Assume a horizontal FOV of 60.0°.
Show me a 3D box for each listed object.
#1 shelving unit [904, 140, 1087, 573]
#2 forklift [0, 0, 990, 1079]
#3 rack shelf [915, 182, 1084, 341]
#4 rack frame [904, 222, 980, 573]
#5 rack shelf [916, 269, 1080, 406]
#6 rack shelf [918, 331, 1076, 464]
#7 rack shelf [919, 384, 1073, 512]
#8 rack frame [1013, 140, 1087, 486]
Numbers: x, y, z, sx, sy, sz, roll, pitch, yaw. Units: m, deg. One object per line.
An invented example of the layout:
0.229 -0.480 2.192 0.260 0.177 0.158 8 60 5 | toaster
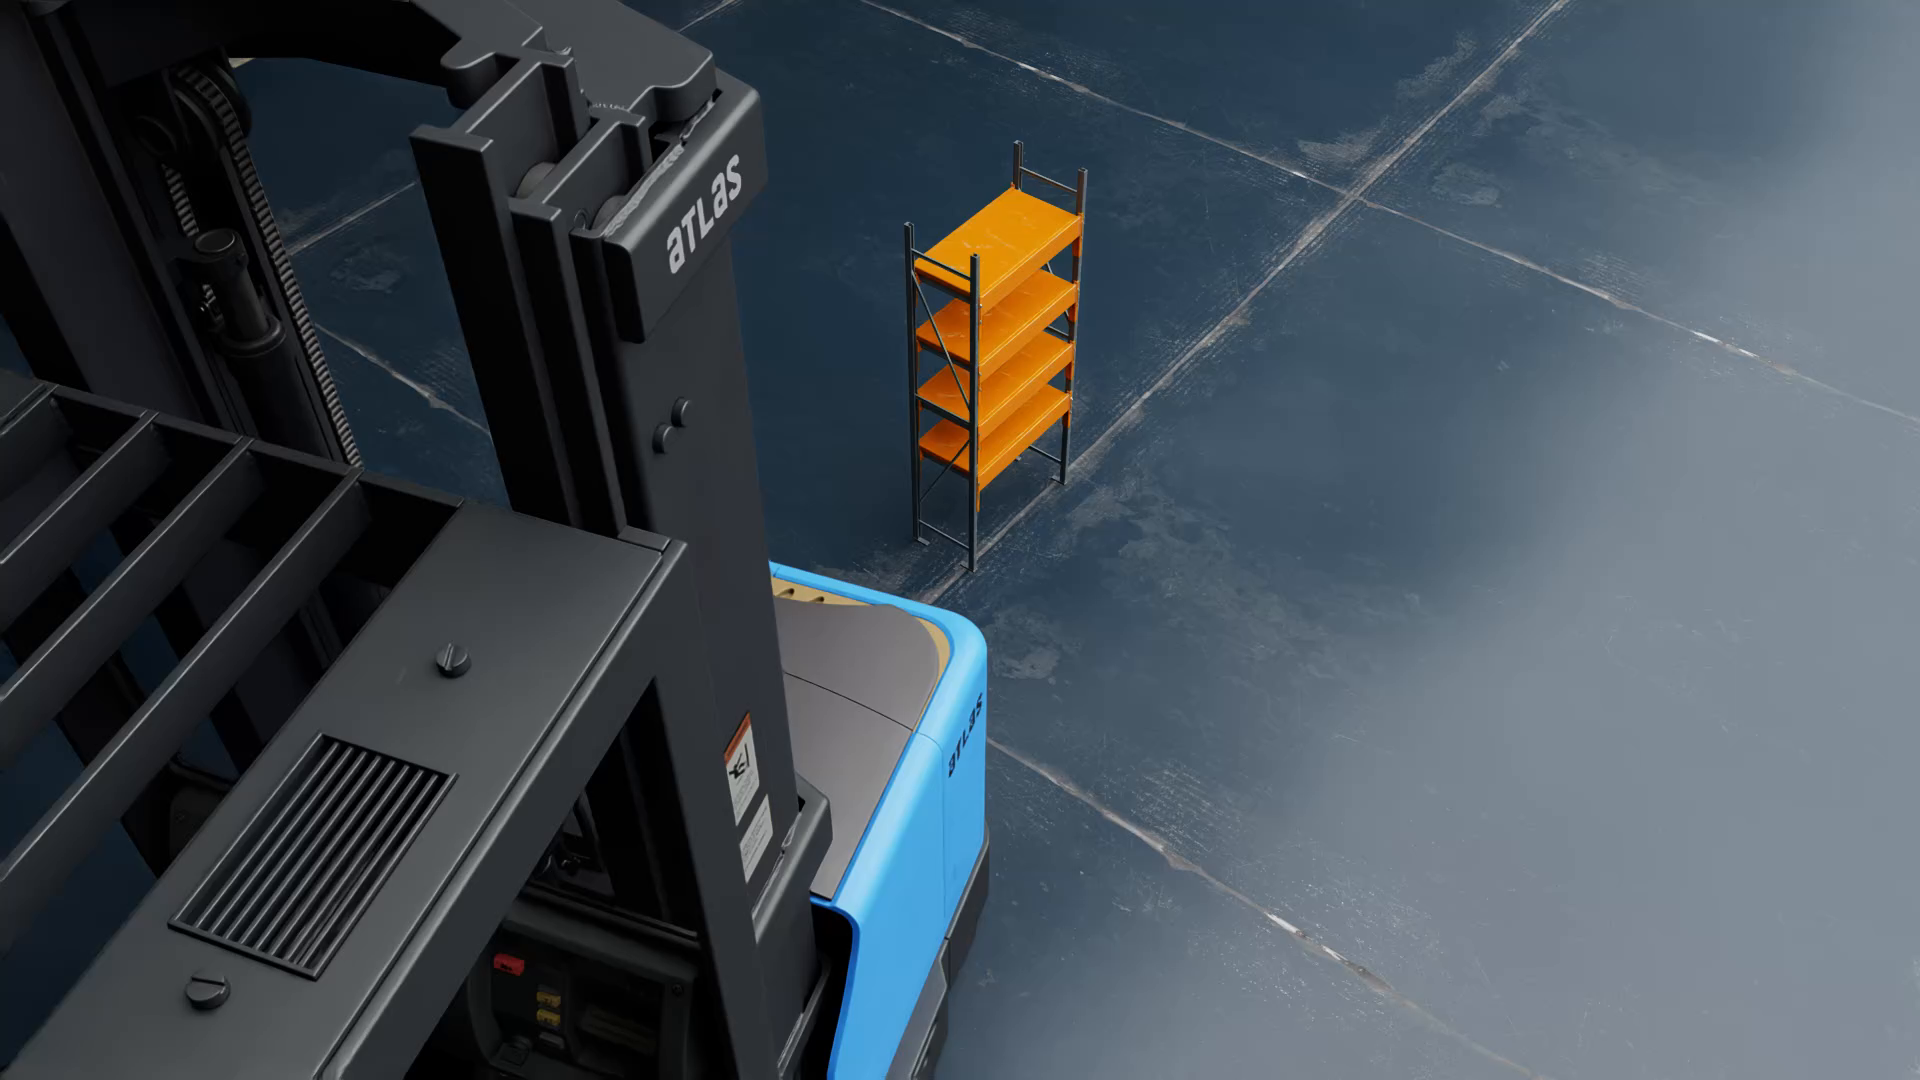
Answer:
0.101 -0.509 4.907 0.258 1.200 0.503 29 53 25 | shelving unit
-0.909 0.785 2.473 1.130 2.935 3.031 15 48 14 | forklift
0.101 -0.781 4.622 0.258 0.148 0.480 29 53 25 | rack shelf
-0.048 -0.370 4.773 0.240 1.200 0.015 29 53 25 | rack frame
0.101 -0.617 4.794 0.258 0.148 0.480 29 53 25 | rack shelf
0.101 -0.463 4.955 0.258 0.148 0.480 29 53 25 | rack shelf
0.101 -0.326 5.099 0.258 0.148 0.480 29 53 25 | rack shelf
0.250 -0.649 5.040 0.240 1.200 0.015 29 53 25 | rack frame
